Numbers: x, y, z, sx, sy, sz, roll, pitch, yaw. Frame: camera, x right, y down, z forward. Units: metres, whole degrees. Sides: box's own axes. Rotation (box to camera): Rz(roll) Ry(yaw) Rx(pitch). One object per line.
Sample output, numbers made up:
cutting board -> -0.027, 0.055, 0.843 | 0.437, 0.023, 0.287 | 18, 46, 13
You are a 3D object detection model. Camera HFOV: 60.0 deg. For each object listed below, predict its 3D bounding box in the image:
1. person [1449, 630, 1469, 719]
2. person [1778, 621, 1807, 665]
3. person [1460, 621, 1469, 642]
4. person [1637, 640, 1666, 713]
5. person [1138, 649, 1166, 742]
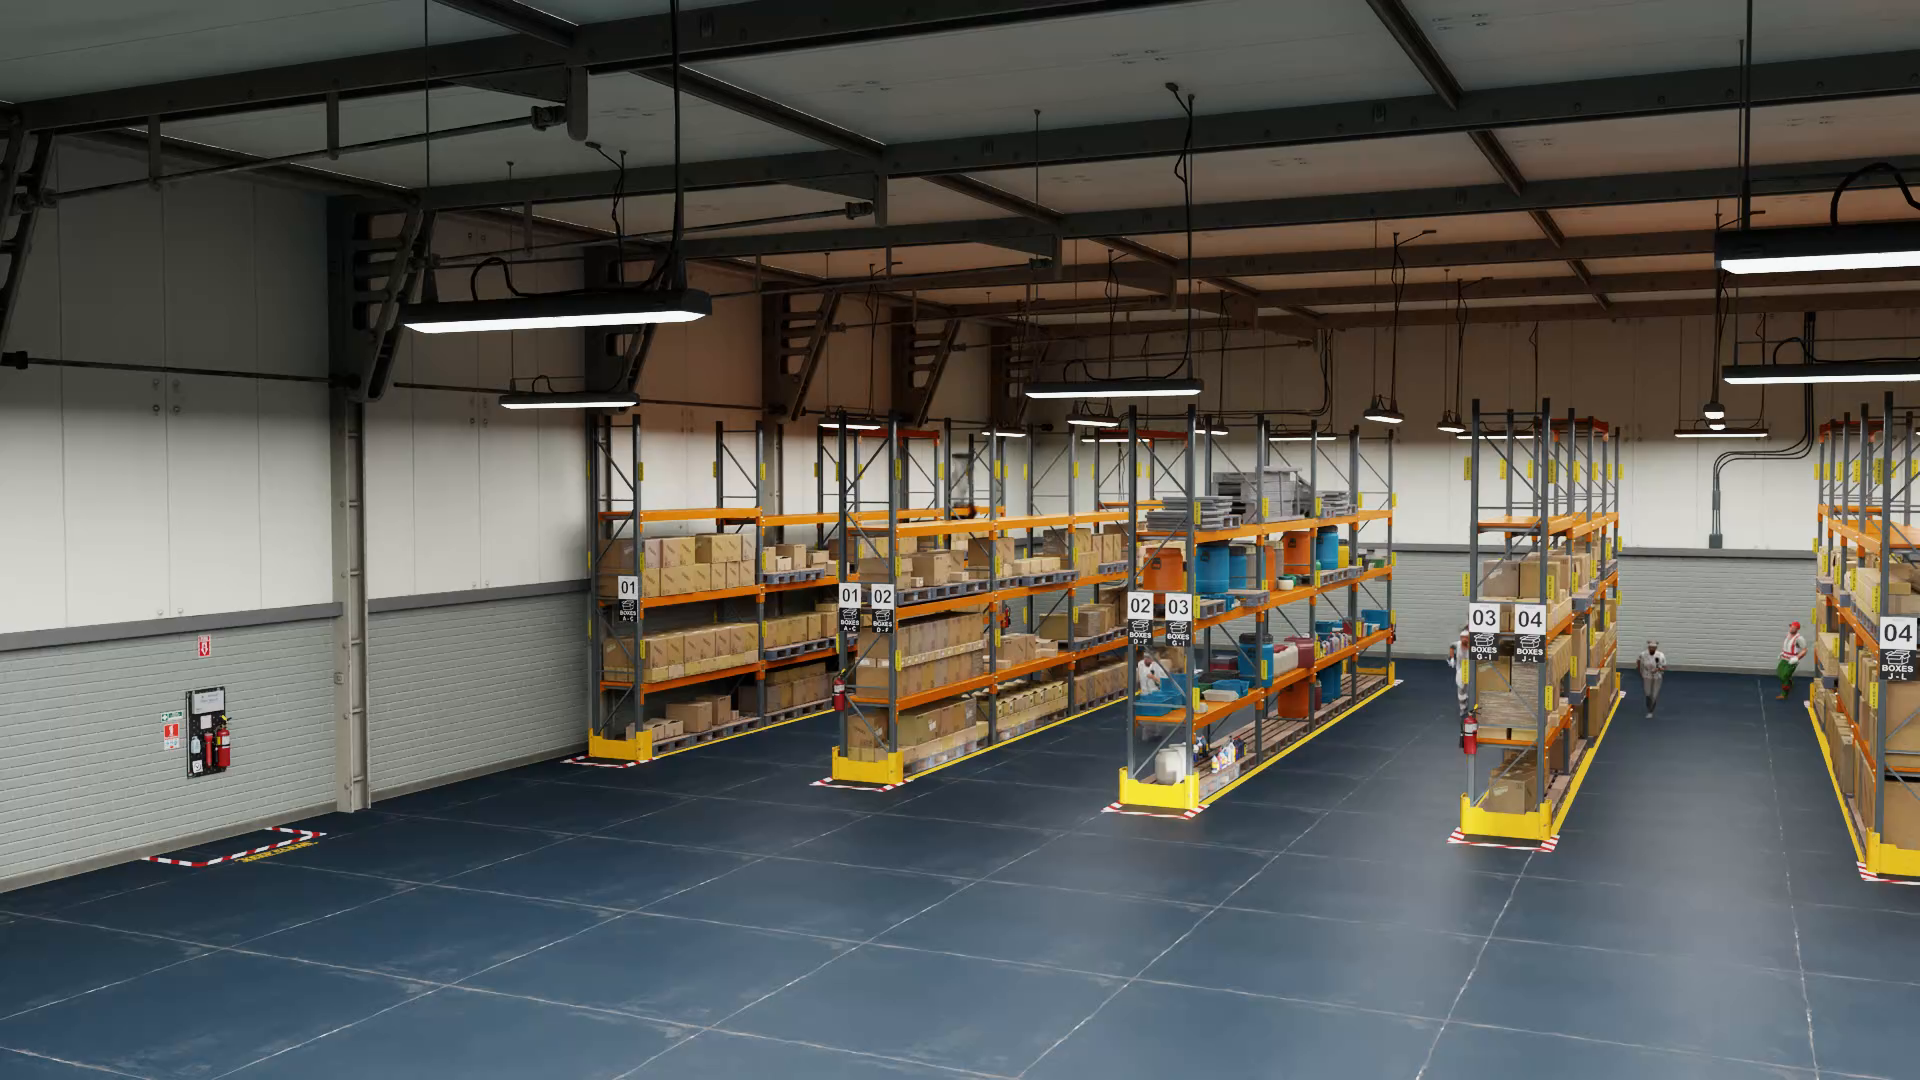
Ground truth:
person -> 10.389, 2.726, 34.150 | 0.654, 1.794, 1.003 | 1, 2, 16
person -> 18.195, 2.246, 36.376 | 0.424, 0.941, 0.683 | -1, 2, -19
person -> 12.587, 2.148, 40.901 | 0.403, 0.770, 0.536 | 2, 3, 45
person -> 14.036, 2.783, 33.758 | 0.562, 1.537, 0.623 | 1, 3, 24
person -> 3.563, 2.876, 30.853 | 0.647, 1.750, 0.942 | 1, 3, 24
